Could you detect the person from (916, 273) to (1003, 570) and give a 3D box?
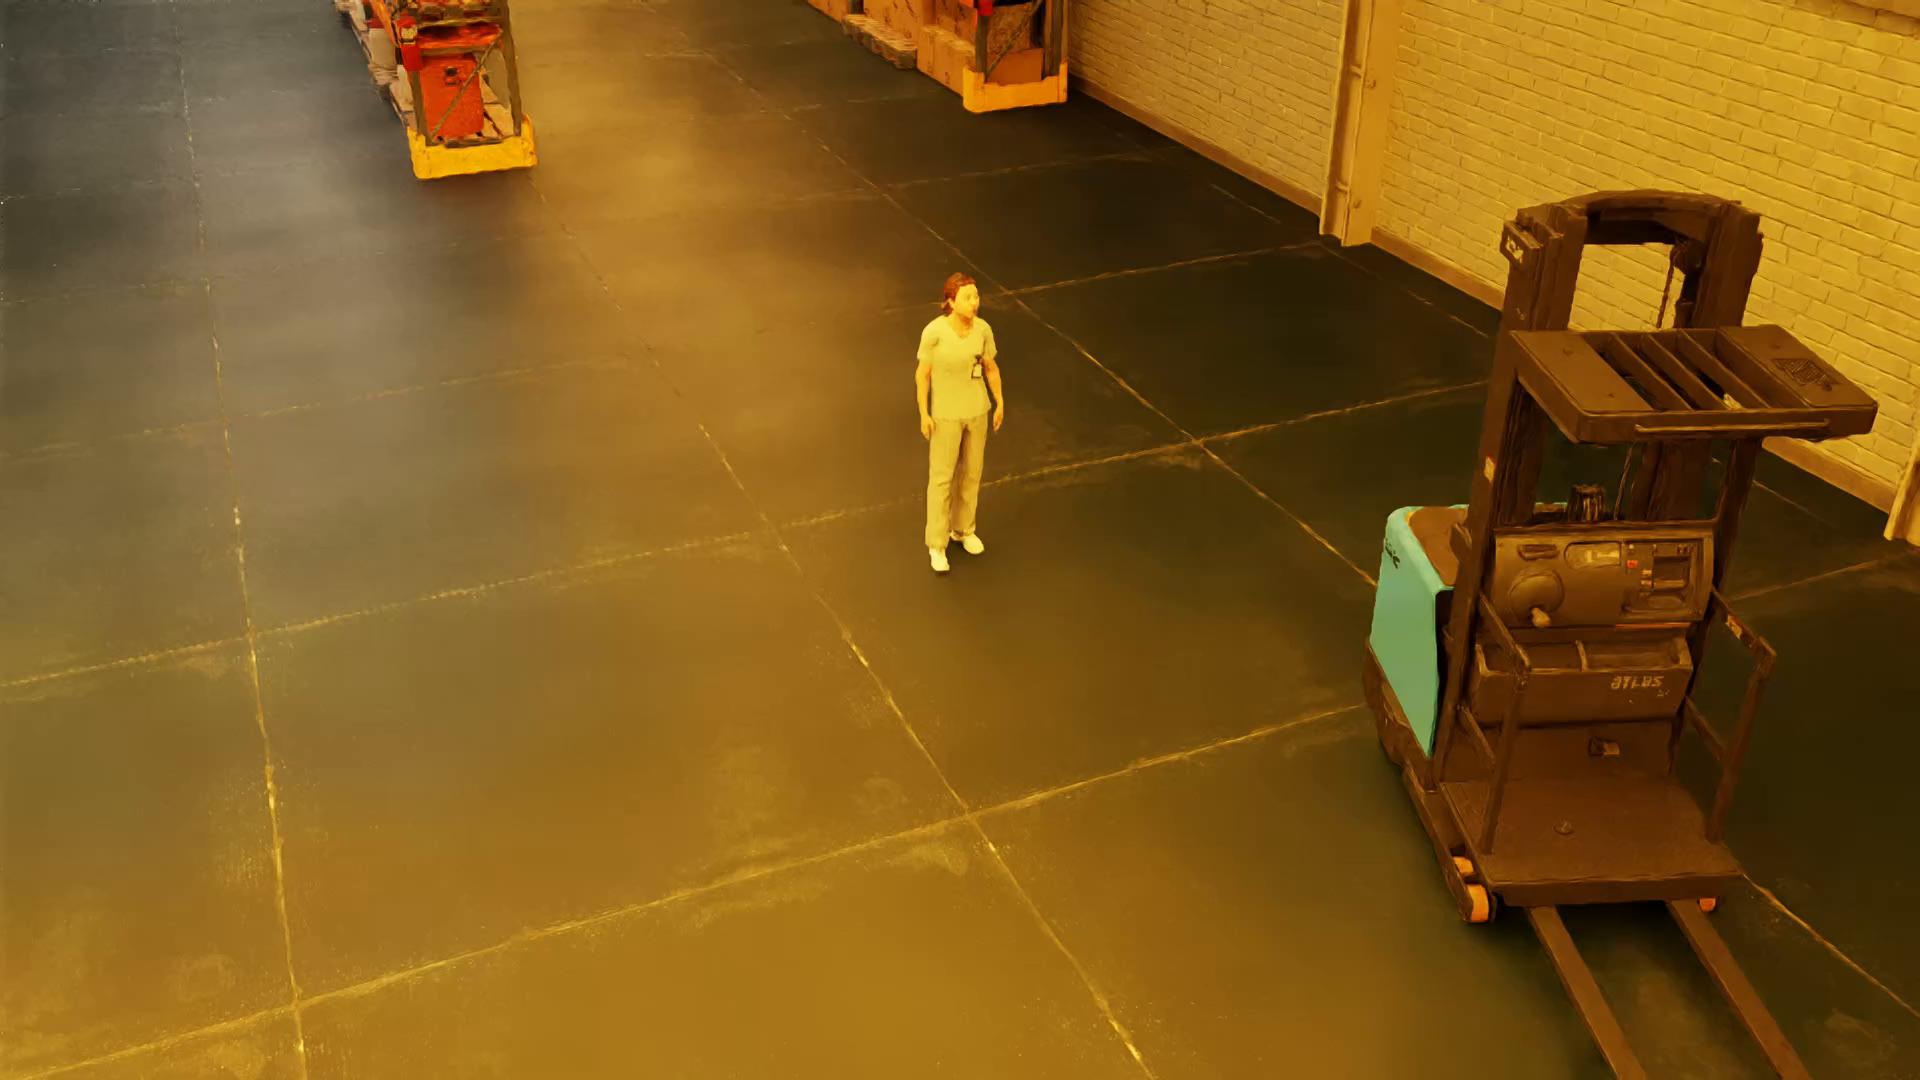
[{"bbox_3d":[0.021,-0.688,9.587,0.550,1.660,0.532,-12,32,-20],"label":"person"}]

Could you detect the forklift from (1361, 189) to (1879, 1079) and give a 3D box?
[{"bbox_3d":[2.698,0.209,6.754,1.130,2.935,3.031,-2,30,-3],"label":"forklift"}]
